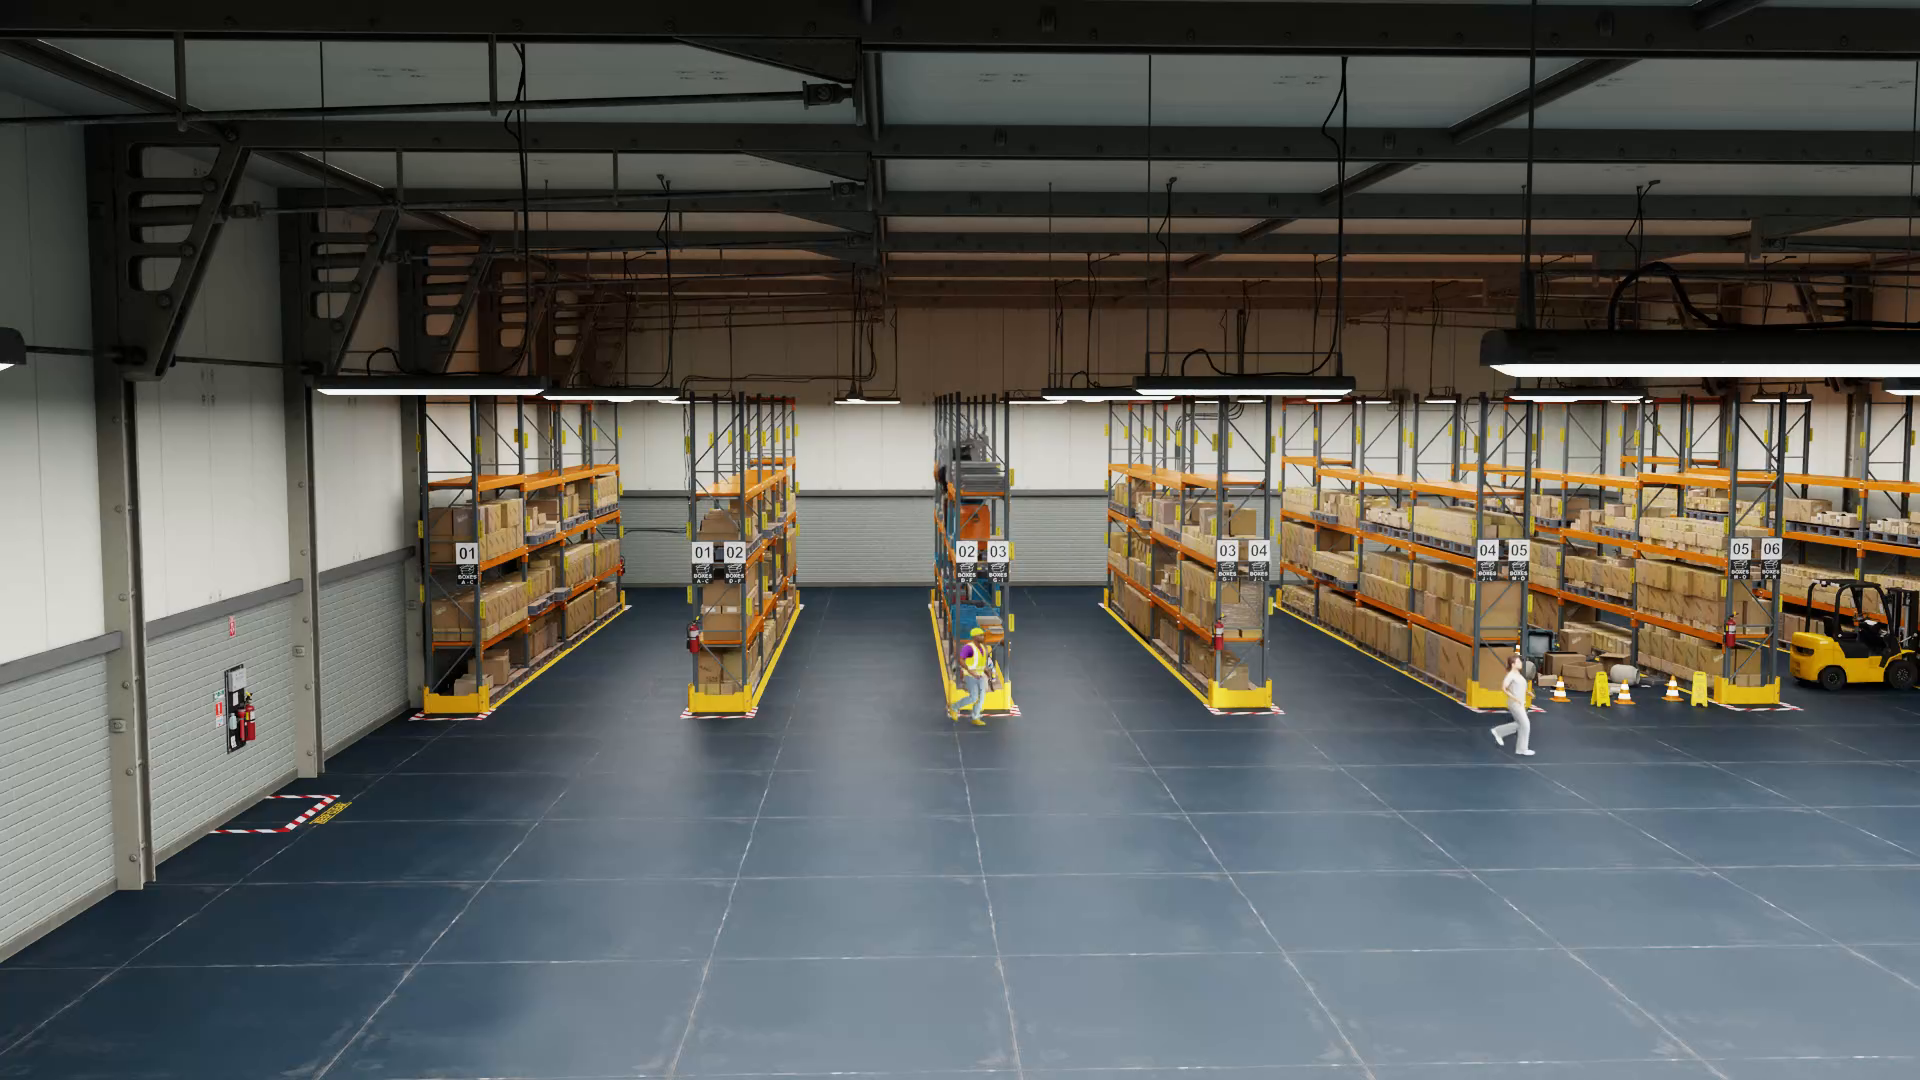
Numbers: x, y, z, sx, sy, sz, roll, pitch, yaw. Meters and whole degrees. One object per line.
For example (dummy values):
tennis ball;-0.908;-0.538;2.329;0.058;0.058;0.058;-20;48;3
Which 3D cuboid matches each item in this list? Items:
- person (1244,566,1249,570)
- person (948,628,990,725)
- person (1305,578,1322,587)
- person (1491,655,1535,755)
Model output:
person;8.049;1.171;45.491;0.673;1.776;0.996;-1;5;-7
person;0.250;2.451;30.107;0.723;1.723;0.738;3;5;32
person;10.374;0.971;49.043;0.731;1.647;0.747;-4;6;-42
person;9.128;2.709;27.442;0.752;1.628;0.571;3;6;37
